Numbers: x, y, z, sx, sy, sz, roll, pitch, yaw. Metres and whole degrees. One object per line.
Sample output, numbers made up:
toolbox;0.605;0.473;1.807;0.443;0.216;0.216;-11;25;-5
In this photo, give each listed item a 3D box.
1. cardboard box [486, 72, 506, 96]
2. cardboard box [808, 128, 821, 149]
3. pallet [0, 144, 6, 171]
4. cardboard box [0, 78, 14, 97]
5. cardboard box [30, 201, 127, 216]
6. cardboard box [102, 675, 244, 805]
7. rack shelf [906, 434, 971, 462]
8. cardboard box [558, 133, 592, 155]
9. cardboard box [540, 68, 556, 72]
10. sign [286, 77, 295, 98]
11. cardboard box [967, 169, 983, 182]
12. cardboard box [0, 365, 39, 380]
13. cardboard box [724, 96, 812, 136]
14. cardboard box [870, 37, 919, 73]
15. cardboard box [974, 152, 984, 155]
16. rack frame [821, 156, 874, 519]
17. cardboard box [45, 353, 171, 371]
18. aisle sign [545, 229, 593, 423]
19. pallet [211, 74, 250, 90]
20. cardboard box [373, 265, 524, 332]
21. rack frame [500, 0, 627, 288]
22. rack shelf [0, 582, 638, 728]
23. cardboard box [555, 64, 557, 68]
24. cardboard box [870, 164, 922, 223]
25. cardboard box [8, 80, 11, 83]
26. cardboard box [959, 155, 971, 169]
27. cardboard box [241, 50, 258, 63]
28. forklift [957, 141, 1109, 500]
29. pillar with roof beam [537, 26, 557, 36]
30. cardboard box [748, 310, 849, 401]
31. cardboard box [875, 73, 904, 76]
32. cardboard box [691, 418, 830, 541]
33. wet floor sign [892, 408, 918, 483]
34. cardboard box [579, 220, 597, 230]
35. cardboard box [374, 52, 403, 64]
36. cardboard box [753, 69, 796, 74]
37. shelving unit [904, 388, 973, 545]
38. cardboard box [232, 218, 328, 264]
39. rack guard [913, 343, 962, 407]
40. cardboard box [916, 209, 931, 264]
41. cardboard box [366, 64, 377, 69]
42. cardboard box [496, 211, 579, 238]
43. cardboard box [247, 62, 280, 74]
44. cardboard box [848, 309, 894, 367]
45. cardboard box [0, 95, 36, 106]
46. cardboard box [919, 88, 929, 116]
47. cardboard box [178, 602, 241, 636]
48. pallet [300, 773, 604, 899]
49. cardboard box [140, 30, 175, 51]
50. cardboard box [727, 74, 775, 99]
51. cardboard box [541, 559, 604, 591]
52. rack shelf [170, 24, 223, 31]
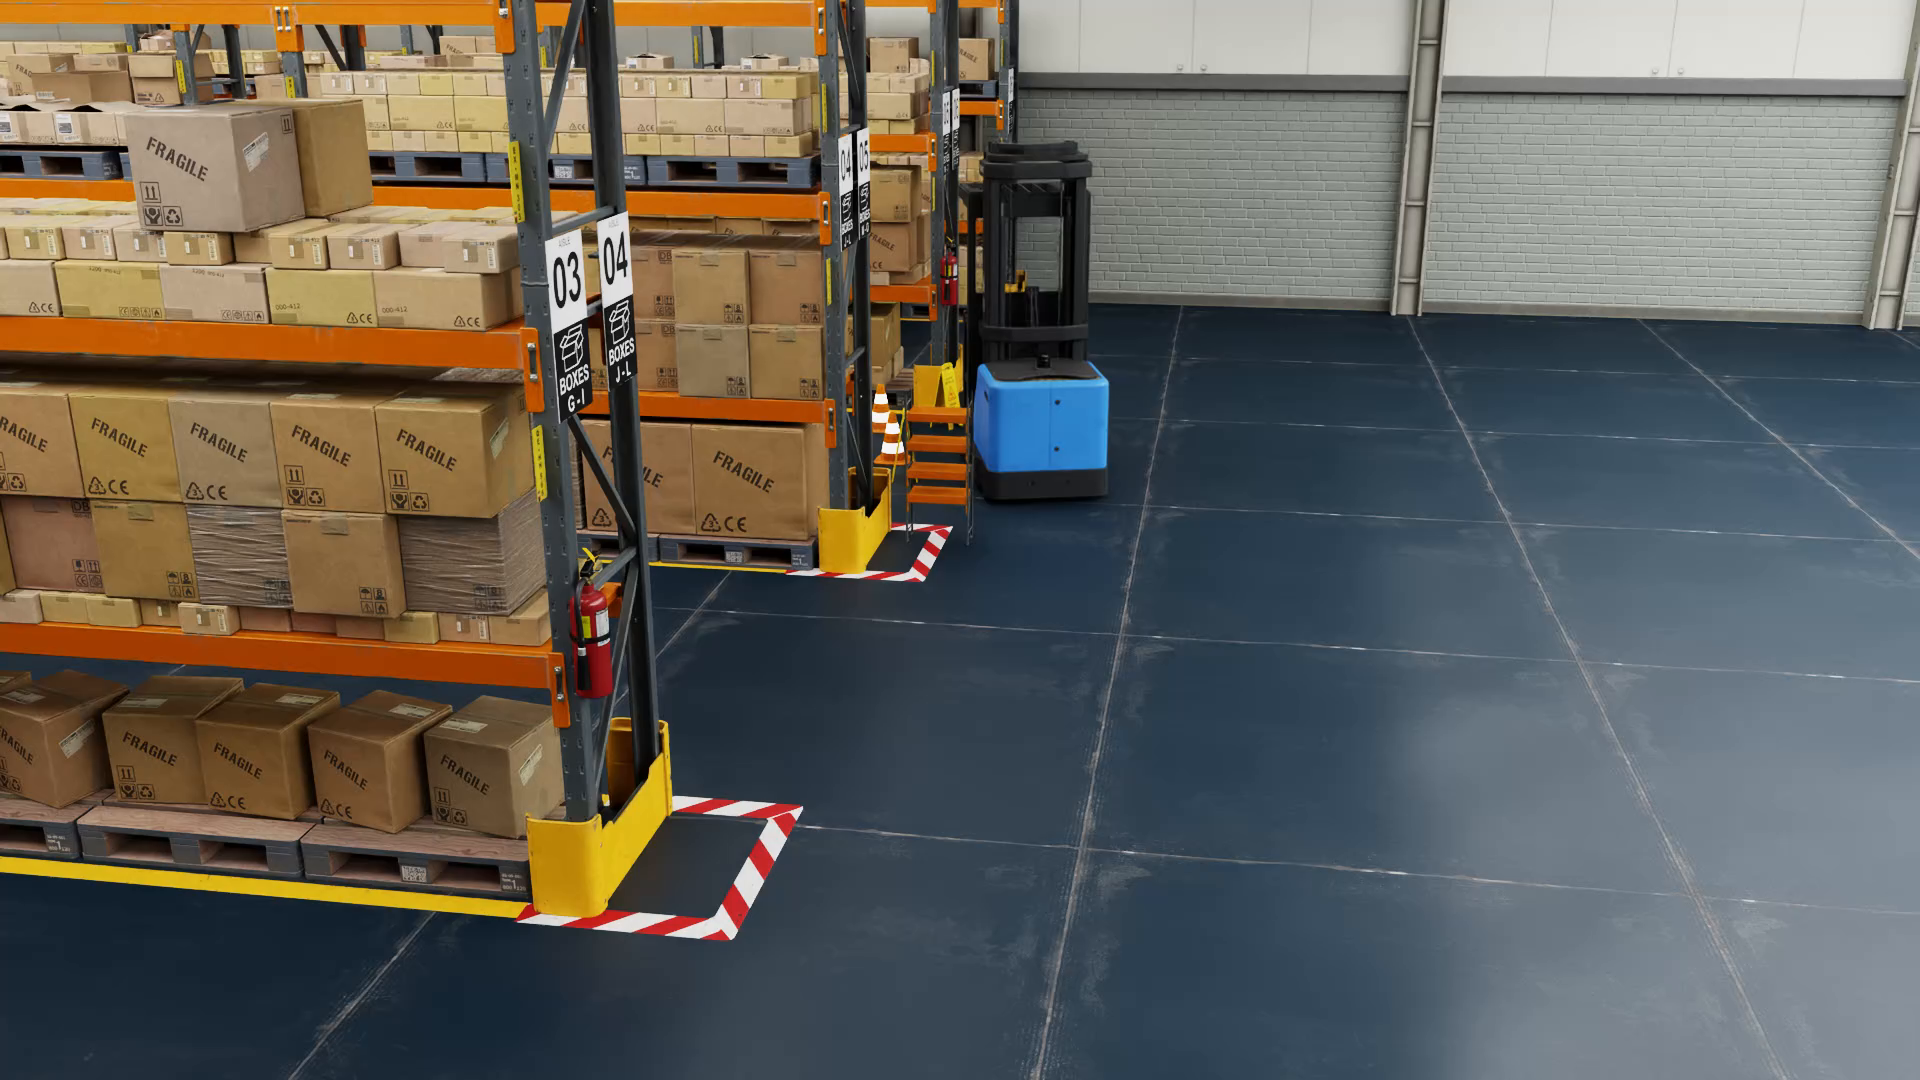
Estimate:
cardboard box;-3.225;-3.296;12.020;0.250;0.149;0.380;3;19;9
cardboard box;-1.125;-3.023;12.460;0.250;0.149;0.380;3;19;9
pallet;-8.092;-3.075;13.337;1.003;0.211;1.213;4;19;11
cardboard box;-10.252;-4.872;17.958;0.258;0.266;0.396;4;19;13
cardboard box;-4.276;-1.553;8.098;0.250;0.149;0.380;4;19;11
cardboard box;-4.093;1.044;8.733;0.500;0.500;0.500;1;19;4
rack shelf;-0.163;-0.726;13.088;0.480;0.148;0.258;3;19;9
cardboard box;-2.725;-2.893;12.071;0.250;0.149;0.380;3;19;9
cardboard box;-3.129;-3.503;12.636;0.250;0.149;0.380;3;19;8
sign;-4.863;-3.203;12.111;0.005;0.325;0.100;3;19;9
cardboard box;0.245;-4.751;21.596;0.250;0.149;0.380;3;19;9
cardboard box;-4.776;-0.544;7.999;0.500;0.500;0.500;3;19;9
cardboard box;-1.365;-3.032;11.857;0.500;0.250;0.500;3;19;9
cardboard box;-0.840;-6.212;21.437;0.500;0.500;0.700;3;19;9
cardboard box;0.334;-5.047;22.010;0.250;0.149;0.380;3;19;8
rack frame;-0.838;-1.356;12.627;0.127;3.000;1.000;3;19;9
cardboard box;-4.198;-0.684;8.418;0.500;0.500;0.500;3;19;9
aisle sign;-1.711;-0.942;7.295;0.004;0.787;0.394;3;19;9
pallet;-10.584;-6.349;23.120;1.003;0.211;1.213;3;19;9
cardboard box;-2.240;-1.103;7.381;0.500;0.250;0.500;3;19;10
rack frame;-1.724;-2.652;7.046;0.127;3.000;1.000;3;19;9
rack shelf;-3.699;0.434;8.413;4.000;0.370;1.077;3;19;9
cardboard box;-5.213;-6.217;22.005;0.250;0.149;0.380;3;19;8
cardboard box;-0.691;-3.531;16.928;0.500;0.500;0.700;2;19;7
cardboard box;-13.143;-6.368;23.276;0.250;0.149;0.380;3;19;10
cardboard box;-0.004;-4.917;21.624;0.250;0.149;0.380;3;19;9
cardboard box;-9.708;-6.566;22.579;0.250;0.149;0.380;3;19;9
forklift;0.575;-2.156;15.127;1.130;2.935;3.031;-2;19;-7
pillar with roof beam;-6.520;-6.582;18.794;0.400;9.000;9.100;3;19;9
cardboard box;-1.211;-1.431;12.617;0.550;0.550;0.875;3;19;9
cardboard box;-0.722;-4.682;16.982;0.250;0.149;0.380;3;19;8
cardboard box;-1.518;-0.561;12.938;0.875;0.875;0.875;3;19;9
wet floor sign;-0.495;-0.858;14.850;0.232;0.644;0.267;0;19;-1
cardboard box;-3.711;-3.192;17.488;0.500;0.500;0.500;3;19;9
cardboard box;-7.654;-6.475;22.341;0.250;0.149;0.380;4;19;10
cardboard box;-1.364;-3.413;12.369;0.250;0.149;0.380;3;19;9
shelving unit;-0.163;-0.577;13.138;0.503;1.200;0.258;3;19;9
cardboard box;-3.050;-1.349;7.489;0.250;0.149;0.380;3;19;9
rack guard;-0.227;-1.730;17.685;0.348;0.500;1.175;3;19;9
cardboard box;-0.576;-3.211;17.545;0.500;0.500;0.500;3;19;8
cardboard box;-7.908;-6.371;22.498;0.250;0.149;0.380;2;19;7
cardboard box;-1.959;-1.433;7.741;0.250;0.149;0.380;3;19;8
cardboard box;-9.463;-6.412;22.587;0.250;0.149;0.380;3;19;10
cardboard box;-0.985;-2.121;17.404;0.500;0.500;0.500;3;19;9
cardboard box;-7.657;-3.426;13.410;0.500;0.311;0.500;3;19;9
cardboard box;-0.606;-4.513;17.103;0.500;0.250;0.500;3;19;8
cardboard box;-3.536;0.320;8.015;0.250;0.149;0.380;3;19;9
pallet;-2.596;1.460;8.607;1.213;0.211;1.003;3;19;9
cardboard box;-10.975;-6.833;22.726;0.258;0.266;0.396;3;19;8
cardboard box;-1.470;-3.207;11.754;0.250;0.149;0.380;3;19;9
cardboard box;-1.968;0.223;8.304;0.250;0.149;0.380;3;19;9
rack shelf;-10.026;-5.729;18.007;4.000;0.370;1.077;3;19;9
